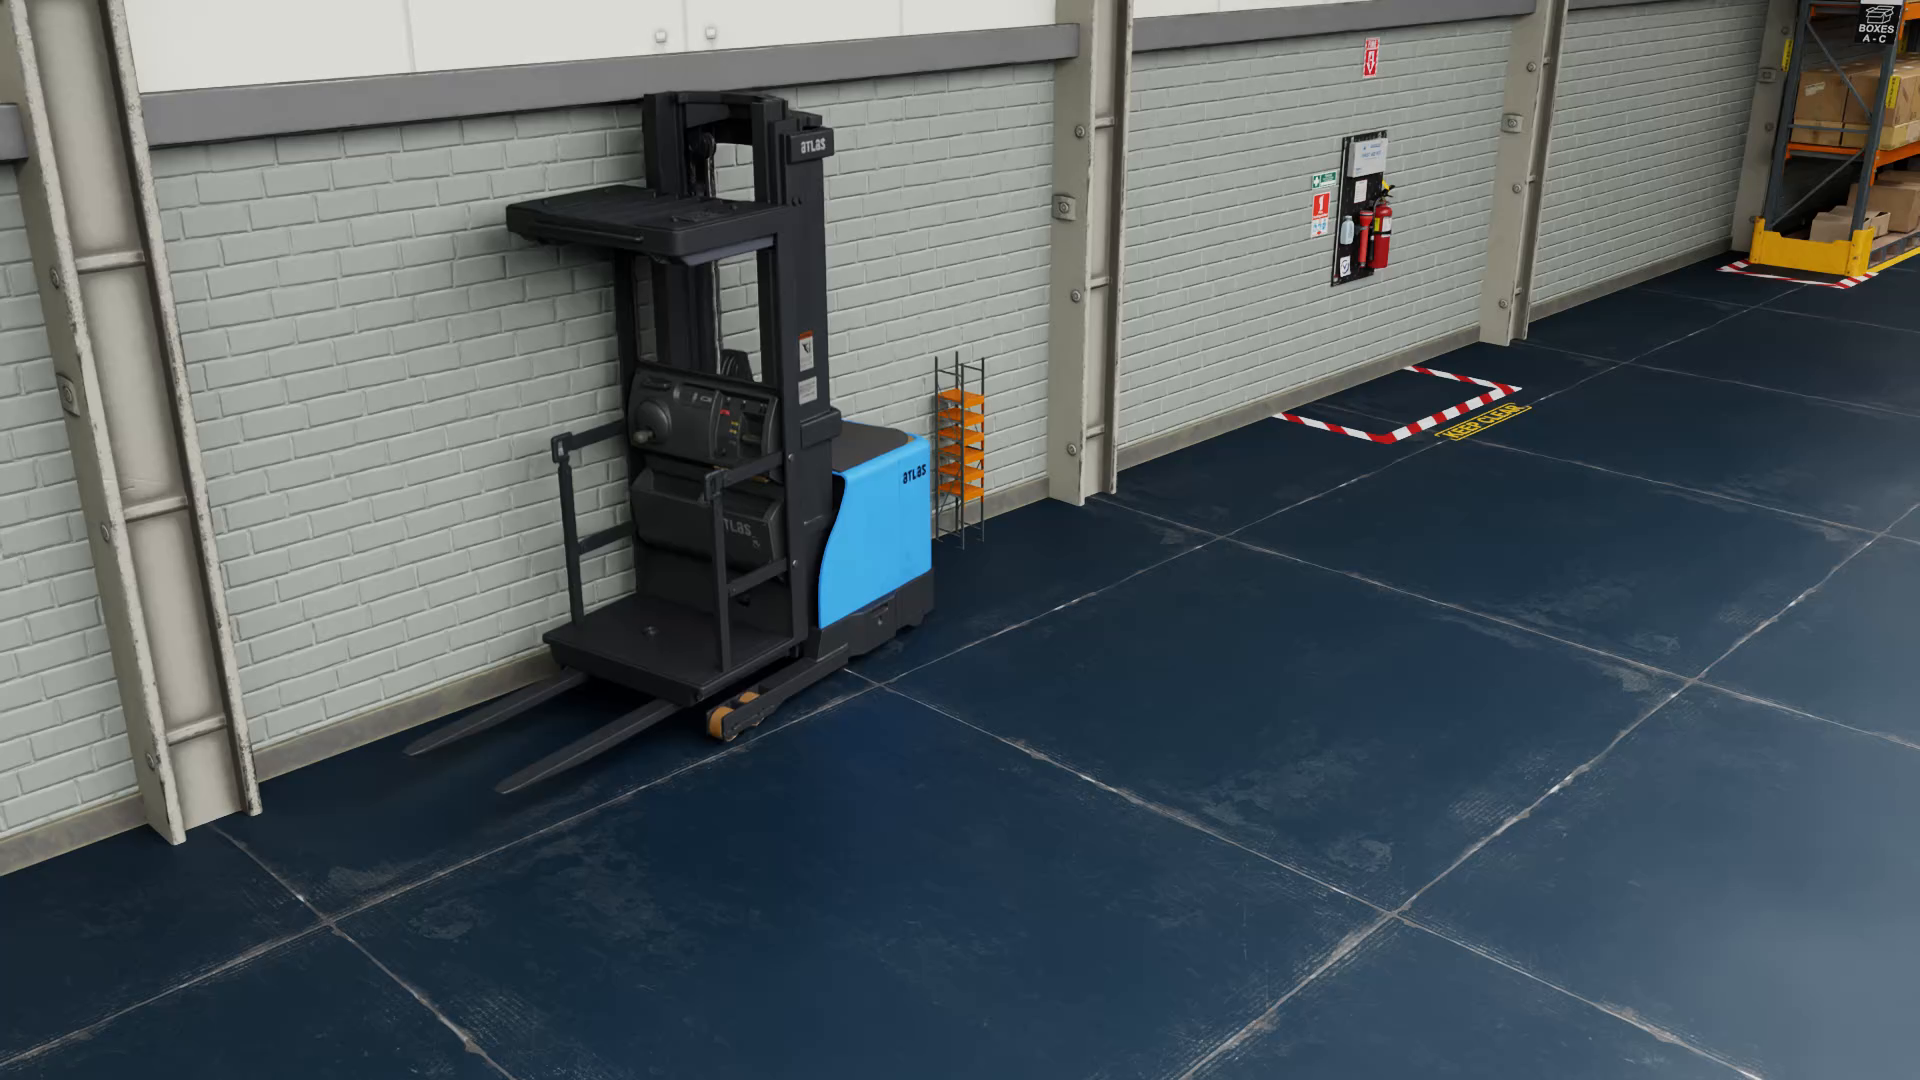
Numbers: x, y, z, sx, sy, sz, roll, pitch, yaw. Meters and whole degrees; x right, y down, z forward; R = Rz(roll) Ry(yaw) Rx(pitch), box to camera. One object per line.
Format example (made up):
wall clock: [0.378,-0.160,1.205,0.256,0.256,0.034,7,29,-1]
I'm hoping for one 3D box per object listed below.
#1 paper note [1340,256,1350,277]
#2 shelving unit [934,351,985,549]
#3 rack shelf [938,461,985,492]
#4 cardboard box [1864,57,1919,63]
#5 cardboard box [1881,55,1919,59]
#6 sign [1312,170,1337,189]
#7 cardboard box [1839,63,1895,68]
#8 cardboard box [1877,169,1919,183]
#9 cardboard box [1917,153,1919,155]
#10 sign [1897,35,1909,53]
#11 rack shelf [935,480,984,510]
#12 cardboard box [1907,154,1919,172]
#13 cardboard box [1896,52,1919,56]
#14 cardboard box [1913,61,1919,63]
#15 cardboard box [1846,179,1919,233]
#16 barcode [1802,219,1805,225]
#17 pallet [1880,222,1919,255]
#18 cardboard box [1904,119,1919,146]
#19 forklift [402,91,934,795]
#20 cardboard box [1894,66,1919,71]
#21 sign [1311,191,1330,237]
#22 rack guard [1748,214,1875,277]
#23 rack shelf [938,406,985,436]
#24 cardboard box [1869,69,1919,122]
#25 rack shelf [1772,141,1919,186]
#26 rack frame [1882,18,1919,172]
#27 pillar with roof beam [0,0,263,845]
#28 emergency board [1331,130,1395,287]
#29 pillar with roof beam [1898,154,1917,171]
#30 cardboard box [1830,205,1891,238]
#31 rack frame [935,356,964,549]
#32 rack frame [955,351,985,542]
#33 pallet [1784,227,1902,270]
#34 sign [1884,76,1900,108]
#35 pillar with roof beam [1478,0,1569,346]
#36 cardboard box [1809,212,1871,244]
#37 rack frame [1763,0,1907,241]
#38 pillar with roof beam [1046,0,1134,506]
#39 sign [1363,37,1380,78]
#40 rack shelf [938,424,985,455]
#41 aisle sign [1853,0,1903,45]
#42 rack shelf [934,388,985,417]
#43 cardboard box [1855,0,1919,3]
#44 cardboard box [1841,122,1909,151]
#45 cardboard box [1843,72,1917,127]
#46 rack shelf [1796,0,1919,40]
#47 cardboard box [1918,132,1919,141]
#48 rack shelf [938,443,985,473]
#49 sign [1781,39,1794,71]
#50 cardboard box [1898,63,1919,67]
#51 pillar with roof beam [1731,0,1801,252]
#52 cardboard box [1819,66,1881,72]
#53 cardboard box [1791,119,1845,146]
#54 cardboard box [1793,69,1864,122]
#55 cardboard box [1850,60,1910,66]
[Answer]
paper note: [3.091,-2.194,13.329,0.016,0.148,0.142,19,28,41]
shelving unit: [-0.002,-0.555,10.345,0.258,1.200,0.189,19,28,40]
rack shelf: [-0.002,-0.401,10.404,0.258,0.103,0.180,19,28,40]
cardboard box: [10.930,-5.395,19.566,0.500,0.500,0.500,-19,28,-41]
cardboard box: [11.282,-5.522,19.896,0.500,0.500,0.500,19,28,40]
sign: [2.814,-2.780,12.838,0.001,0.109,0.331,19,28,41]
cardboard box: [10.225,-5.130,18.875,0.500,0.500,0.500,18,28,39]
cardboard box: [11.427,-4.195,20.178,0.500,0.500,0.500,17,27,37]
cardboard box: [12.949,-4.810,21.780,0.700,0.500,0.500,19,28,40]
sign: [11.723,-6.112,20.680,0.100,0.325,0.005,19,28,41]
rack shelf: [-0.002,-0.289,10.447,0.258,0.103,0.180,19,28,40]
cardboard box: [12.624,-4.665,21.402,0.500,0.500,0.700,-19,28,-40]
cardboard box: [11.645,-5.654,20.240,0.500,0.500,0.500,18,28,39]
cardboard box: [11.312,-5.267,19.233,0.500,0.500,0.500,18,28,39]
cardboard box: [10.825,-3.921,19.467,0.700,0.500,0.500,17,27,37]
barcode: [9.606,-3.620,18.932,0.001,0.075,0.075,19,28,41]
pallet: [10.829,-3.635,19.737,1.003,0.211,1.213,19,28,41]
cardboard box: [10.252,-4.527,18.353,0.500,0.250,0.500,18,28,39]
forklift: [-1.387,-0.589,8.021,1.130,2.935,3.031,14,25,32]
cardboard box: [10.598,-4.998,18.532,0.500,0.500,0.500,18,27,39]
sign: [2.804,-2.534,12.936,0.001,0.329,0.234,19,28,41]
rack guard: [9.385,-3.258,18.353,1.175,0.500,0.348,19,28,41]
rack shelf: [-0.002,-0.737,10.275,0.258,0.103,0.180,19,28,40]
cardboard box: [10.233,-4.866,18.190,0.500,0.500,0.500,19,28,41]
rack shelf: [10.728,-4.583,19.321,1.077,0.370,4.000,19,28,41]
rack frame: [12.123,-5.433,20.529,1.000,3.000,0.127,19,28,41]
pillar with roof beam: [-0.271,-1.897,2.968,9.100,9.000,0.400,19,28,41]
emergency board: [3.264,-2.633,13.245,0.194,1.169,0.643,19,28,41]
pillar with roof beam: [16.471,-8.066,19.018,9.100,9.000,0.400,19,28,41]
cardboard box: [10.277,-3.657,19.043,0.500,0.311,0.500,-17,27,-38]
rack frame: [-0.065,-0.531,10.283,0.240,1.200,0.006,19,28,40]
rack frame: [0.061,-0.579,10.407,0.240,1.200,0.006,19,28,40]
pallet: [9.978,-3.323,18.925,1.003,0.211,1.213,19,28,41]
sign: [9.721,-4.673,17.345,0.100,0.325,0.005,19,28,41]
pillar with roof beam: [8.100,-4.982,10.993,9.100,9.000,0.400,19,28,41]
cardboard box: [9.880,-3.511,18.662,0.500,0.311,0.500,15,26,35]
rack frame: [9.332,-4.405,17.854,1.000,3.000,0.127,19,28,41]
pillar with roof beam: [3.914,-3.439,6.980,9.100,9.000,0.400,19,28,41]
sign: [3.187,-3.738,12.888,0.001,0.298,0.199,19,28,41]
rack shelf: [-0.002,-0.625,10.318,0.258,0.103,0.180,19,28,40]
aisle sign: [9.497,-5.525,17.144,0.394,0.787,0.004,19,28,41]
rack shelf: [-0.002,-0.849,10.232,0.258,0.103,0.180,19,28,40]
cardboard box: [9.745,-5.884,17.355,0.500,0.500,0.500,-19,28,-41]
cardboard box: [9.900,-4.390,17.997,0.500,0.250,0.500,18,28,39]
cardboard box: [9.881,-4.742,17.866,0.500,0.500,0.500,19,28,41]
rack shelf: [10.728,-5.983,18.782,1.077,0.370,4.000,19,28,41]
cardboard box: [10.612,-4.657,18.690,0.500,0.250,0.500,19,28,40]
rack shelf: [-0.002,-0.513,10.361,0.258,0.103,0.180,19,28,40]
sign: [8.949,-5.237,17.964,0.100,0.325,0.005,19,28,41]
cardboard box: [10.949,-5.133,18.885,0.500,0.500,0.500,-19,28,-40]
pillar with roof beam: [12.285,-6.524,15.006,9.100,9.000,0.400,19,28,41]
cardboard box: [9.867,-4.996,18.527,0.500,0.500,0.500,-20,29,-41]
cardboard box: [9.520,-4.513,18.316,0.500,0.250,0.500,-20,28,-41]
cardboard box: [9.509,-4.869,18.196,0.500,0.500,0.500,19,28,40]
cardboard box: [10.576,-5.259,19.212,0.500,0.500,0.500,-20,29,-41]
